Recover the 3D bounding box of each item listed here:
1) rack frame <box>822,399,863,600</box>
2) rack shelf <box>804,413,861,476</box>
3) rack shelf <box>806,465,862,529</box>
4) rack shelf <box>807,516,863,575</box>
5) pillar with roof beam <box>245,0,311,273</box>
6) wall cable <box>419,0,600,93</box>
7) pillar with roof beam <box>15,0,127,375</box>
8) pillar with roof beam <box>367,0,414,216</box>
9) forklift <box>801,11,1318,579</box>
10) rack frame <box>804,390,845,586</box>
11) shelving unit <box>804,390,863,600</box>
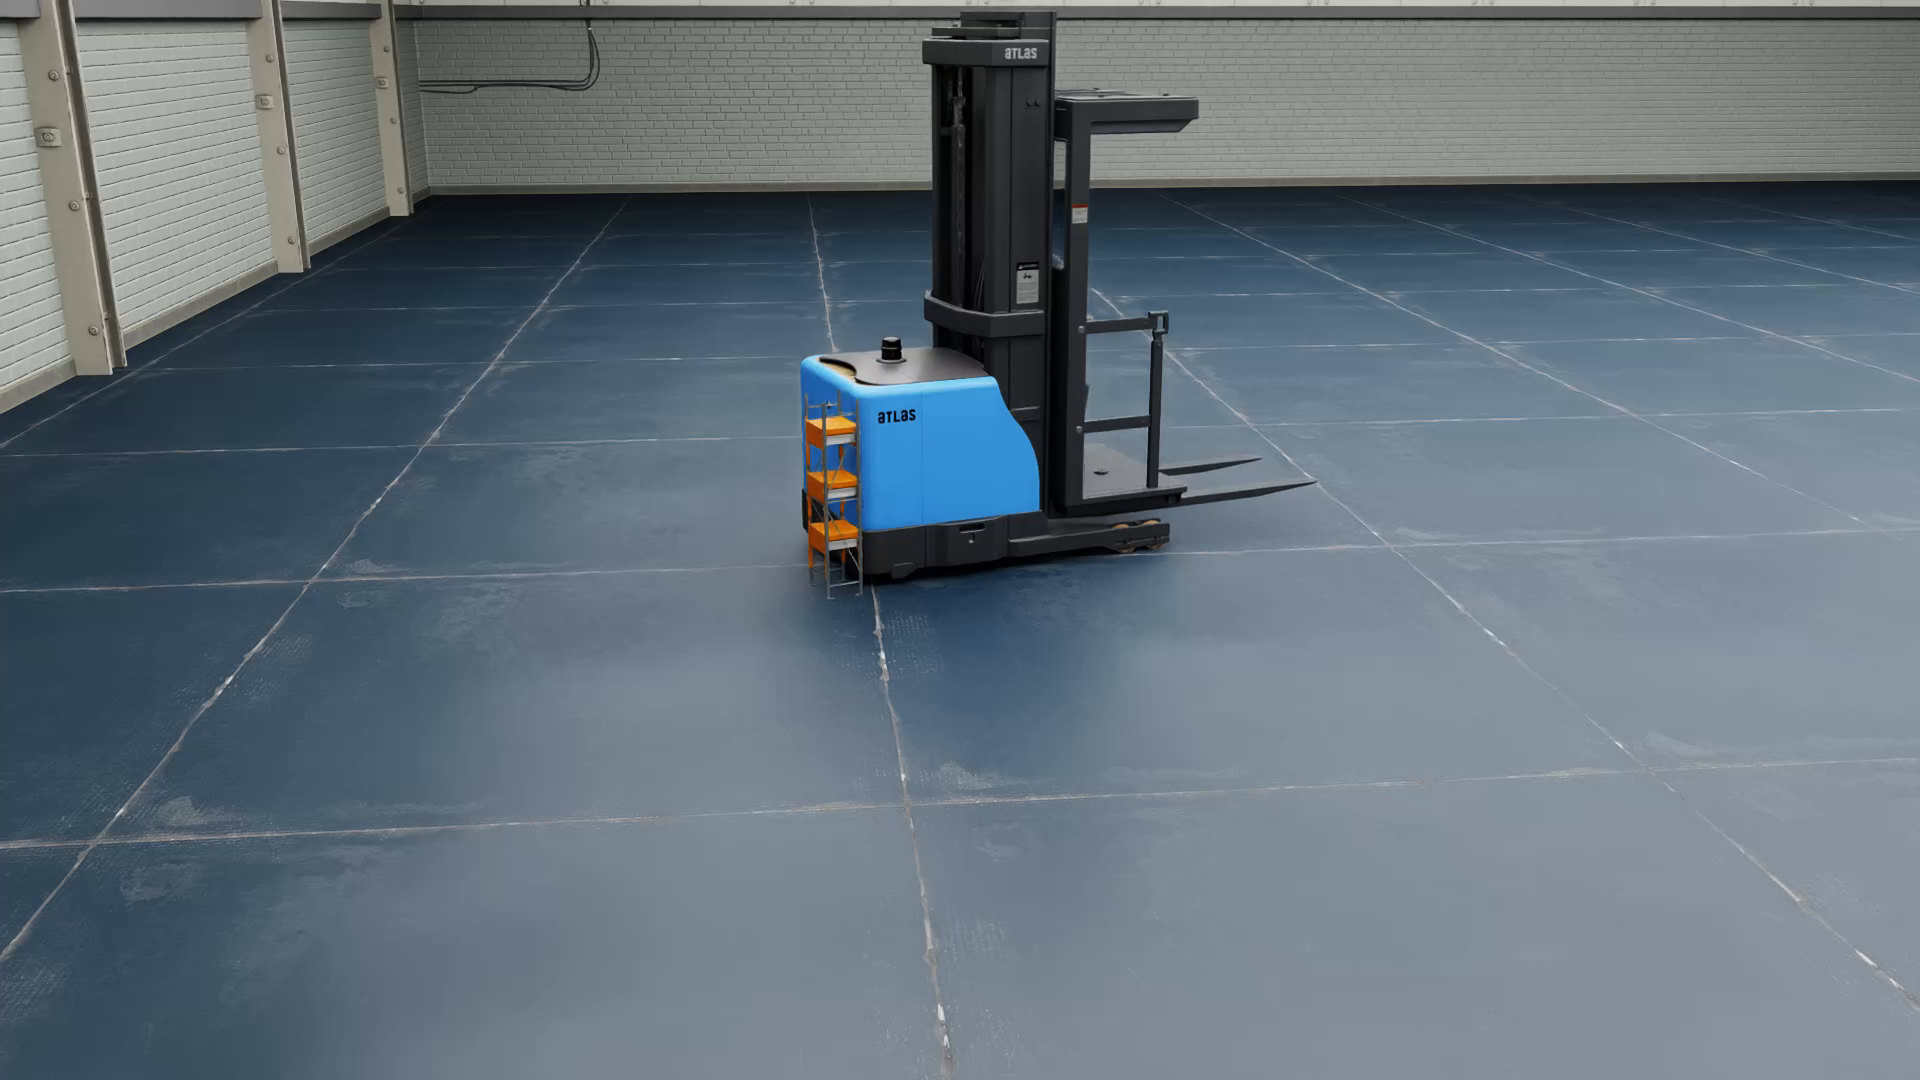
[{"bbox_3d":[-0.605,-0.203,8.571,0.200,1.050,0.008,-8,19,-25],"label":"rack frame"},{"bbox_3d":[-0.658,-0.497,8.594,0.215,0.259,0.240,-8,19,-25],"label":"rack shelf"},{"bbox_3d":[-0.658,-0.226,8.679,0.215,0.259,0.240,-8,19,-25],"label":"rack shelf"},{"bbox_3d":[-0.658,0.039,8.762,0.215,0.259,0.240,-8,19,-25],"label":"rack shelf"},{"bbox_3d":[-3.748,-7.677,19.106,9.100,9.000,0.400,-2,18,-6],"label":"pillar with roof beam"},{"bbox_3d":[-7.638,-8.768,27.767,3.097,2.526,0.112,-2,18,-6],"label":"wall cable"},{"bbox_3d":[-3.129,-5.889,13.412,9.100,9.000,0.400,-2,18,-6],"label":"pillar with roof beam"},{"bbox_3d":[-4.367,-9.464,24.800,9.100,9.000,0.400,-2,18,-6],"label":"pillar with roof beam"},{"bbox_3d":[0.652,-1.458,9.429,3.031,2.935,1.130,-7,19,-22],"label":"forklift"},{"bbox_3d":[-0.712,-0.269,8.780,0.200,1.050,0.008,-8,19,-25],"label":"rack frame"},{"bbox_3d":[-0.658,-0.236,8.676,0.215,1.050,0.252,-8,19,-25],"label":"shelving unit"}]
